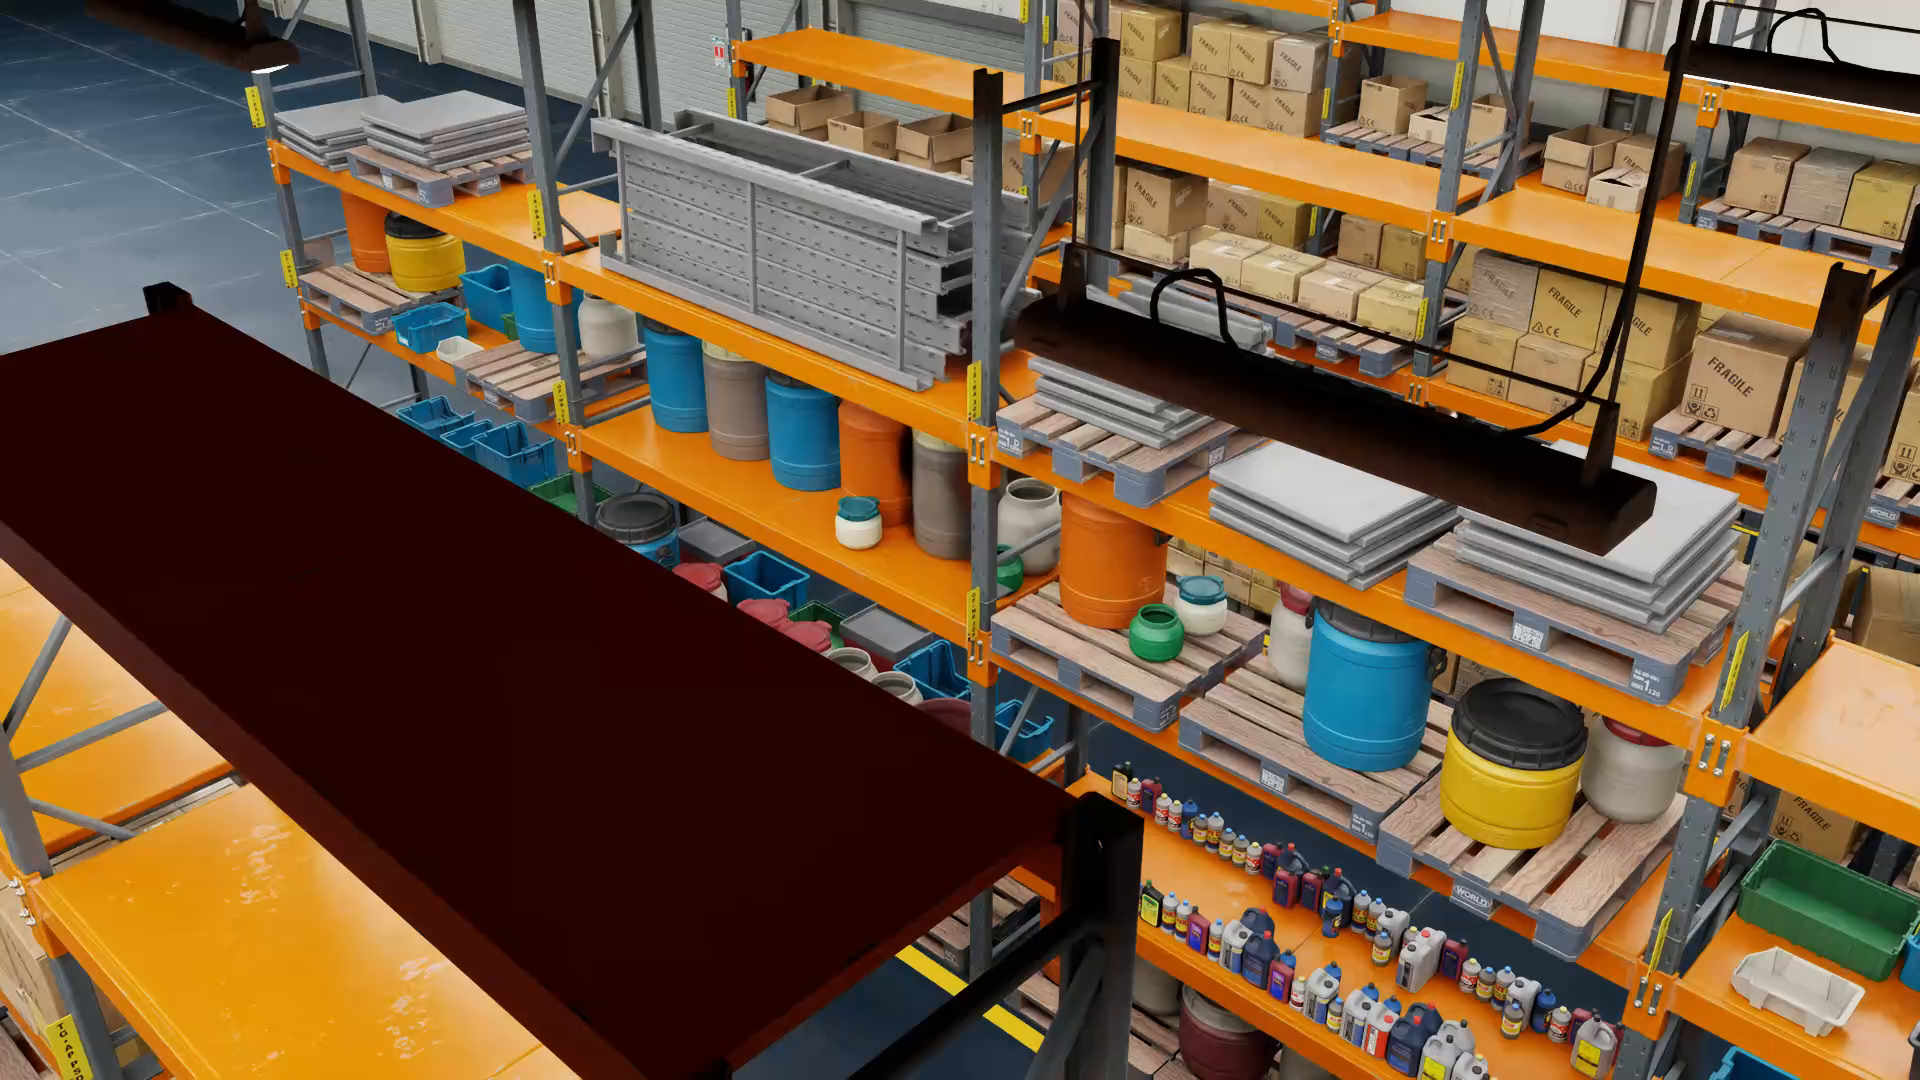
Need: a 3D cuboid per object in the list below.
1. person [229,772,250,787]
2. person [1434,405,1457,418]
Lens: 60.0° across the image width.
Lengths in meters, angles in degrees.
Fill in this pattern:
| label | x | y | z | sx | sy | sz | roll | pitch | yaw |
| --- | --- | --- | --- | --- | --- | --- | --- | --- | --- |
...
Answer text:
| label | x | y | z | sx | sy | sz | roll | pitch | yaw |
| --- | --- | --- | --- | --- | --- | --- | --- | --- | --- |
| person | -4.983 | 1.661 | 11.544 | 0.578 | 1.756 | 0.394 | 19 | 35 | 31 |
| person | 4.380 | -0.540 | 15.406 | 0.619 | 1.762 | 0.490 | 16 | 33 | 26 |
